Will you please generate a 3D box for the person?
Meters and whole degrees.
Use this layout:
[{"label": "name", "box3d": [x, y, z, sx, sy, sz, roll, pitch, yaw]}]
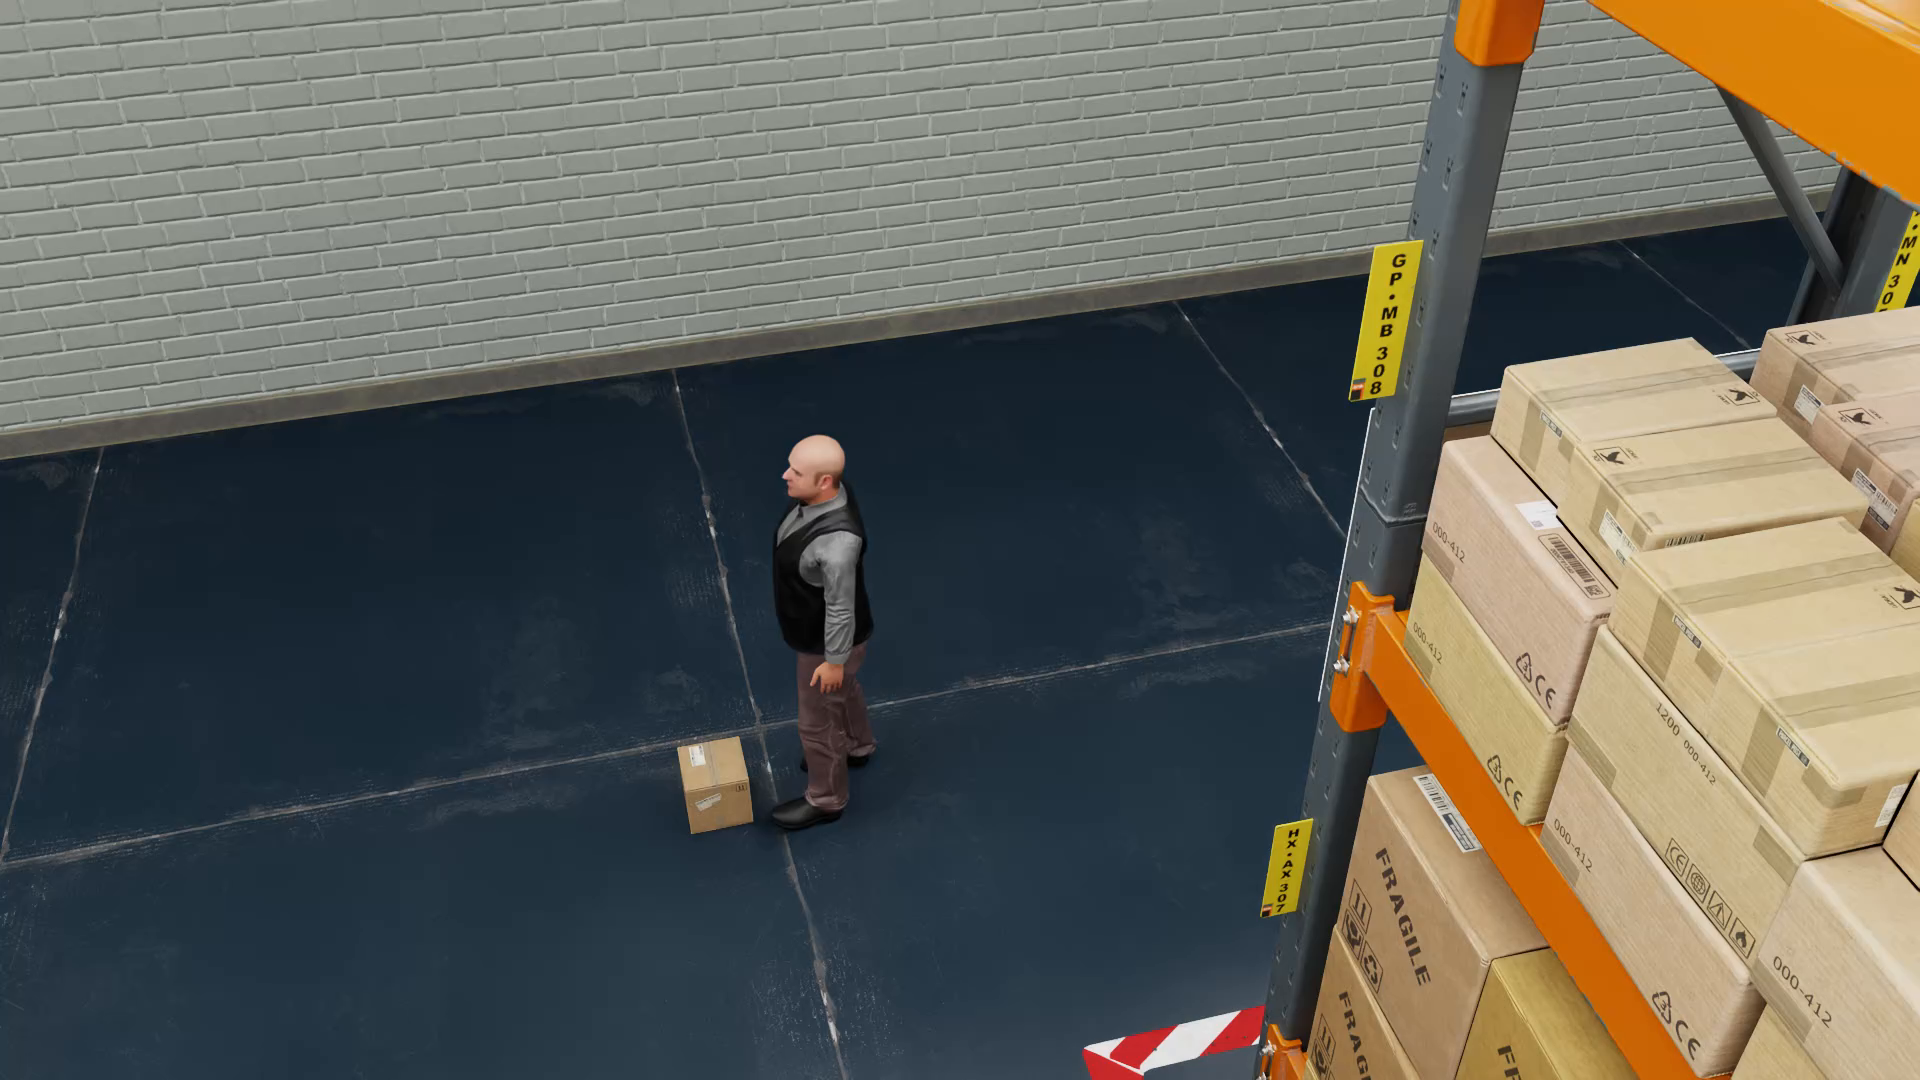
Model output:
[{"label": "person", "box3d": [-0.554, 0.344, 6.294, 0.496, 1.724, 0.540, -9, 39, -11]}]
